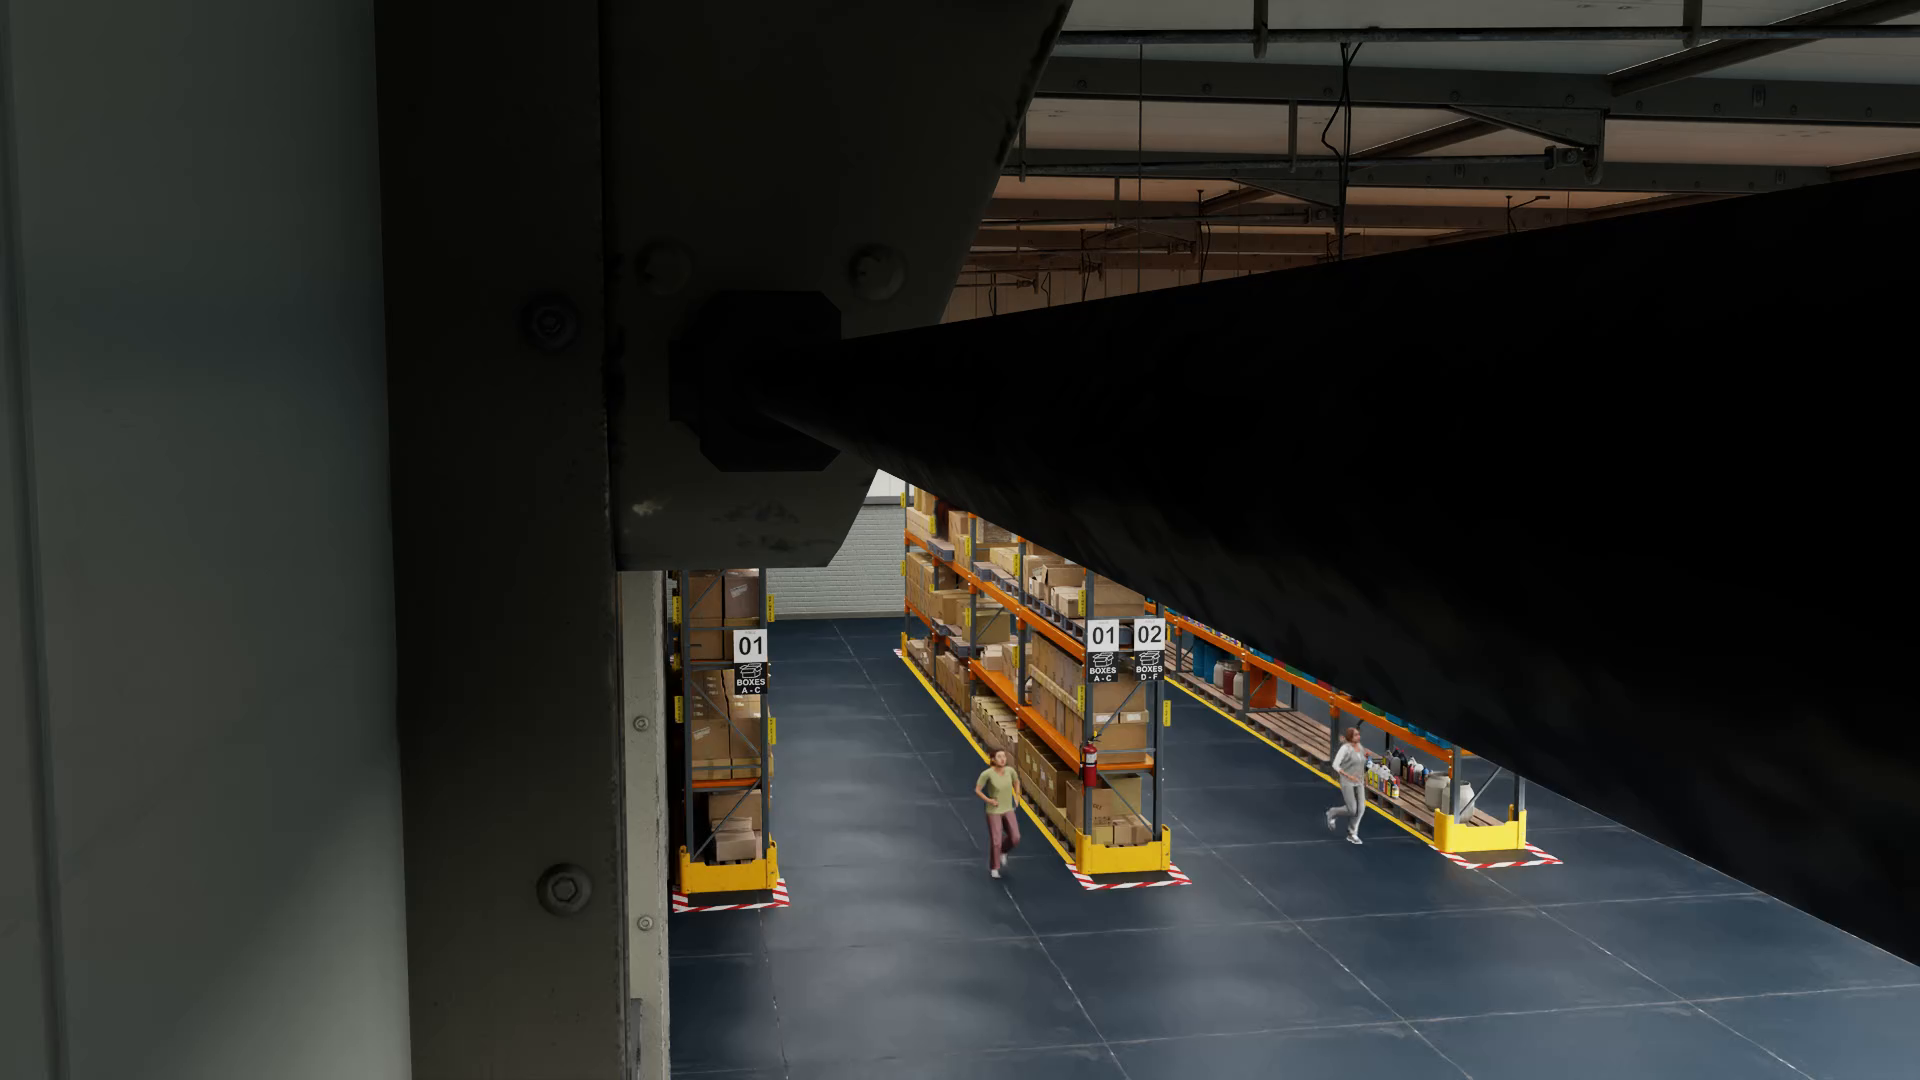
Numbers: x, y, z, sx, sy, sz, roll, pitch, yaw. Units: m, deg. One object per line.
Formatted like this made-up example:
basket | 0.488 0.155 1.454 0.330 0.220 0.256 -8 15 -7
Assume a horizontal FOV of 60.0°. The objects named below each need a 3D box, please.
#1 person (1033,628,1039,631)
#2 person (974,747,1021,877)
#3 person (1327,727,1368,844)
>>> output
person | 1.683 1.618 34.066 0.637 1.818 0.864 -2 6 -18
person | 0.512 3.384 20.658 0.642 1.626 0.530 -2 6 -22
person | 5.202 3.258 22.233 0.579 1.554 0.594 -4 7 -34
